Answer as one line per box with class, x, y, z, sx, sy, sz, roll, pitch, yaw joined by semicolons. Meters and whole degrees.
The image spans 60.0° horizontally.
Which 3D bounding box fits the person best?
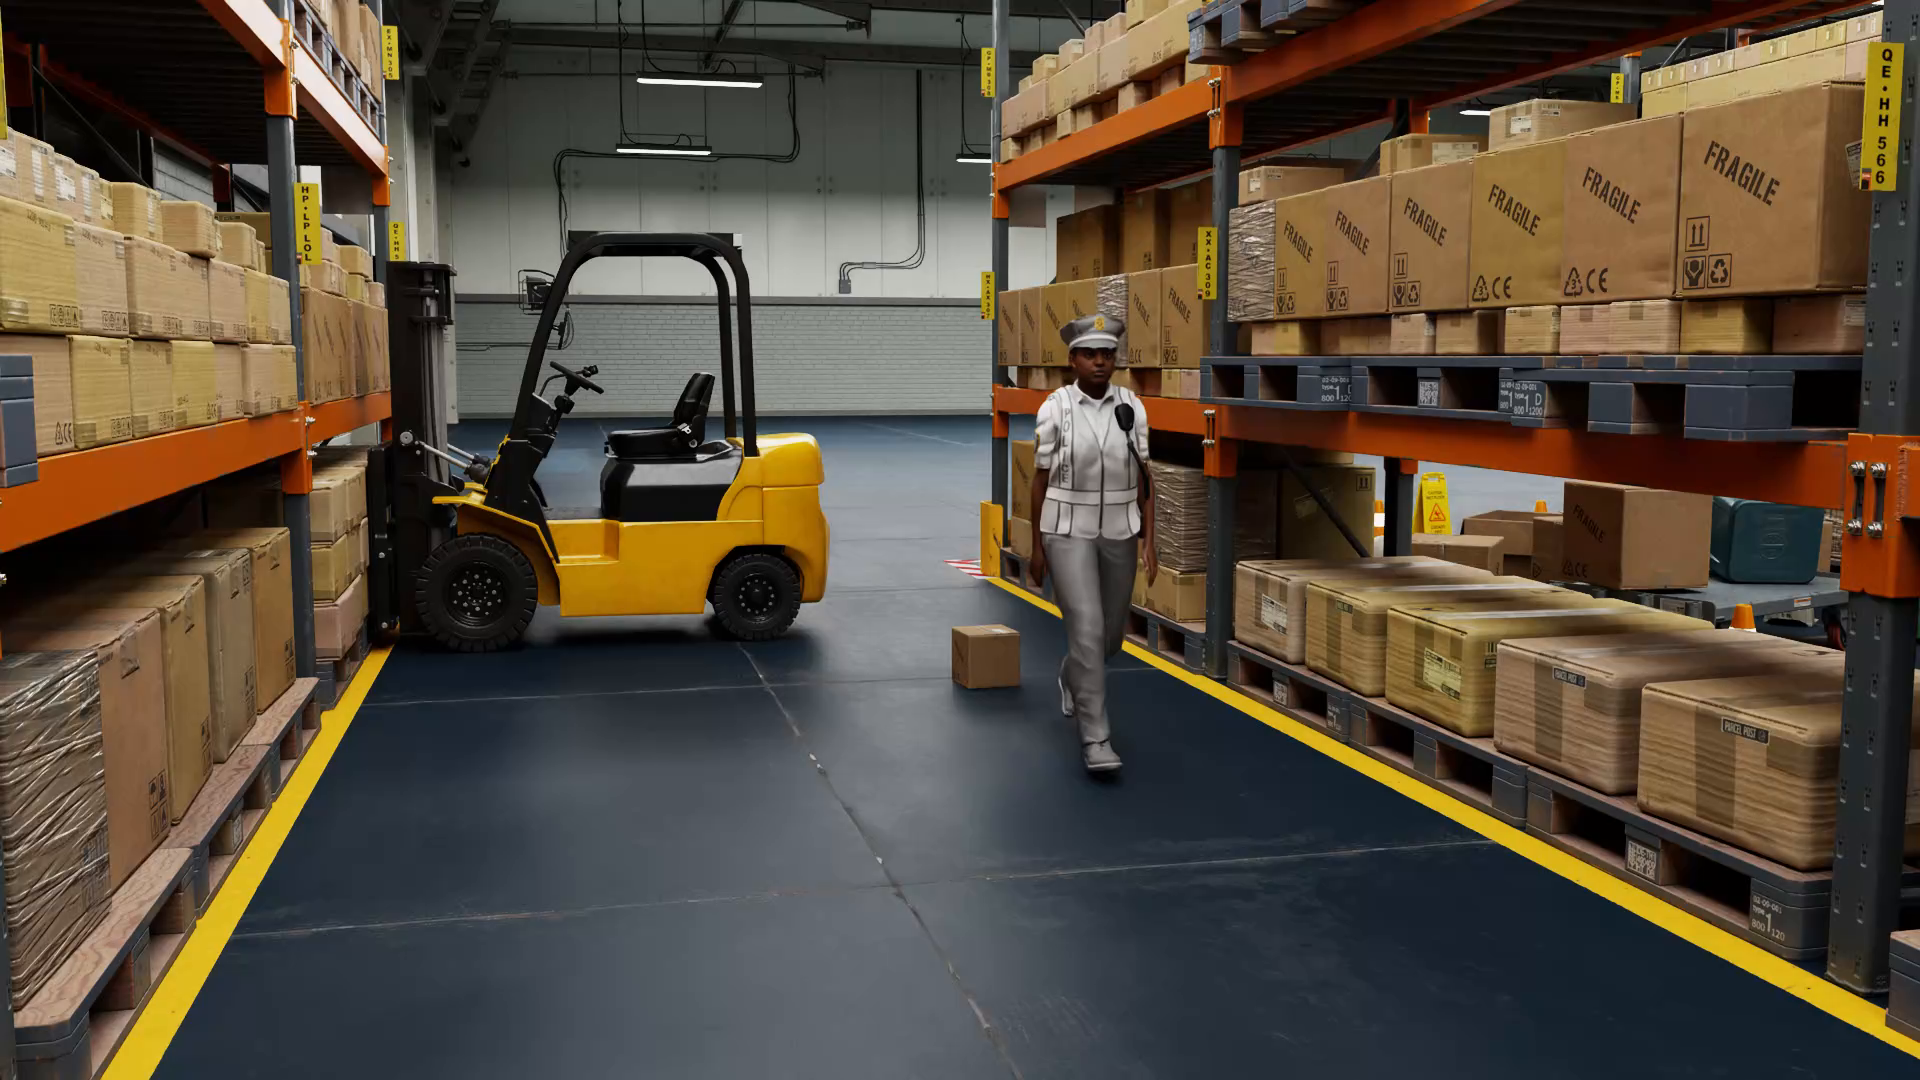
person;0.461;0.075;6.321;0.386;1.328;0.793;-2;6;-14
